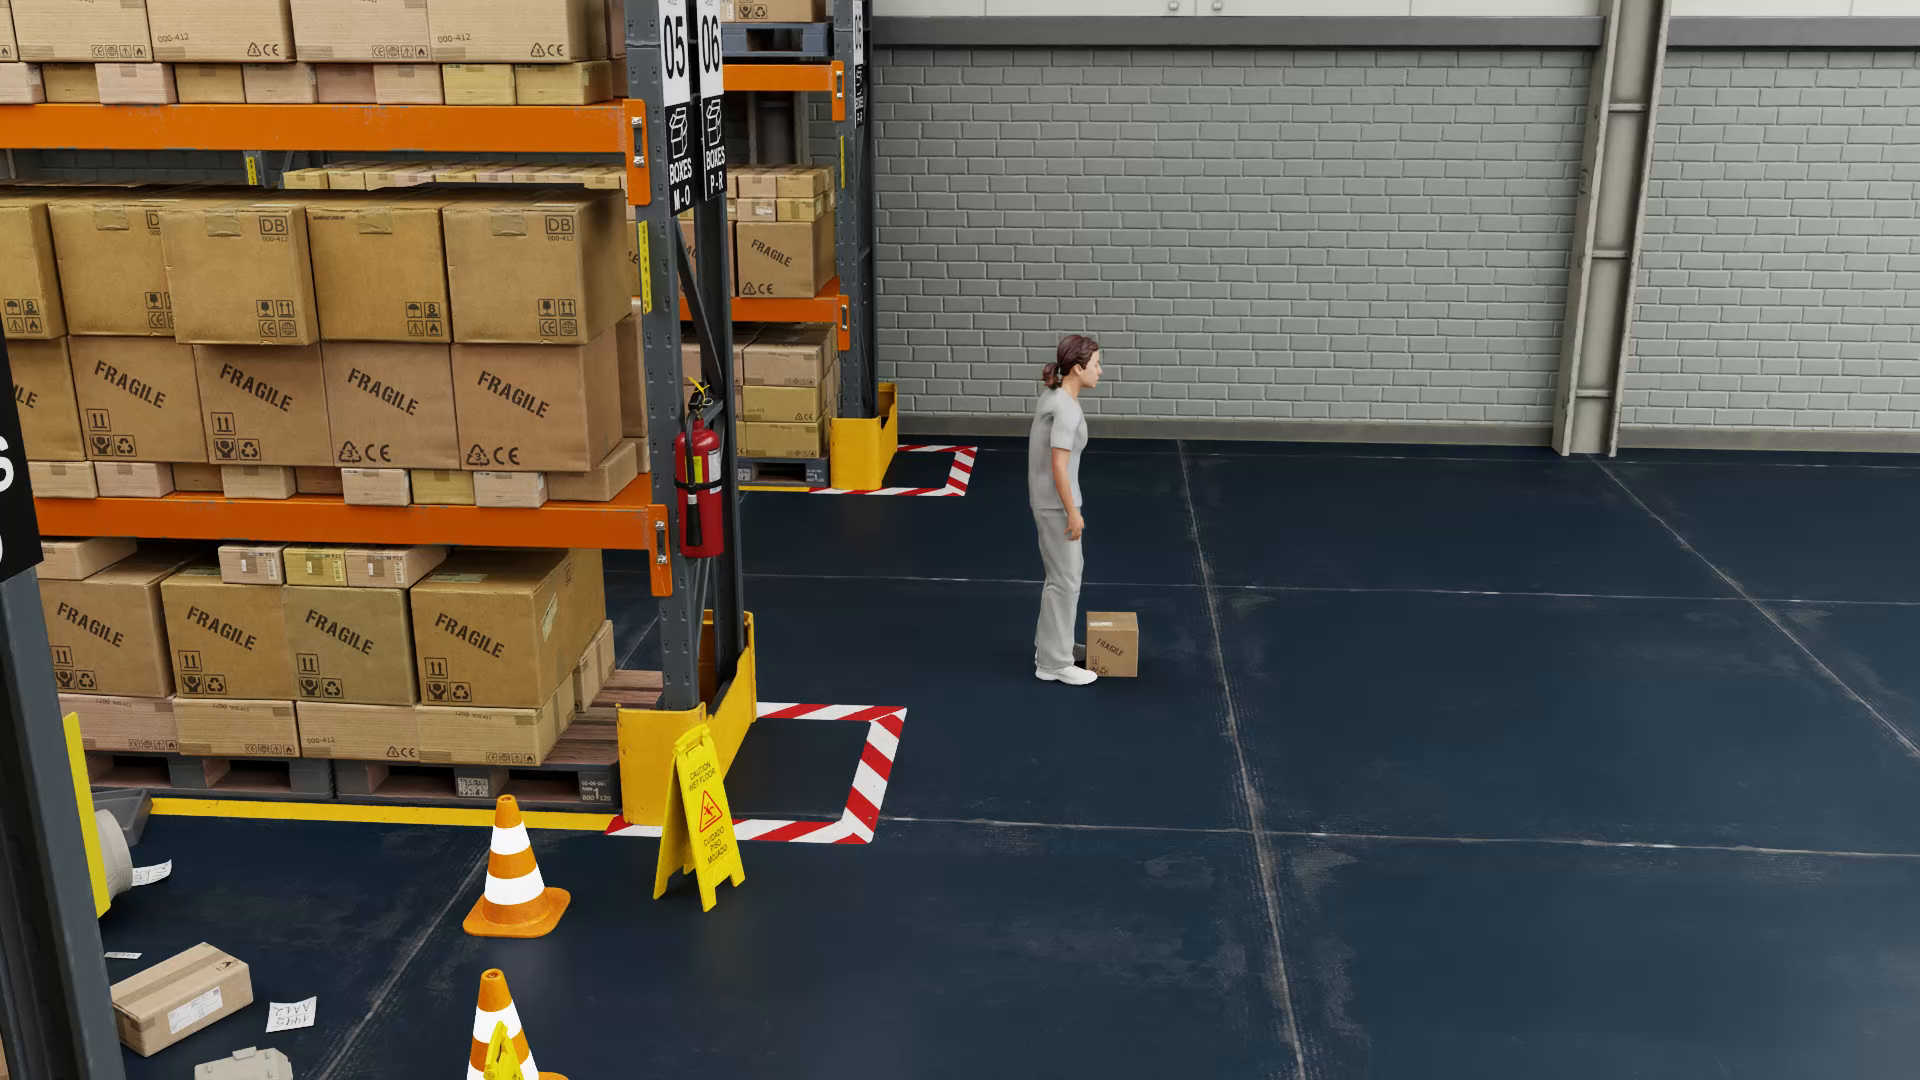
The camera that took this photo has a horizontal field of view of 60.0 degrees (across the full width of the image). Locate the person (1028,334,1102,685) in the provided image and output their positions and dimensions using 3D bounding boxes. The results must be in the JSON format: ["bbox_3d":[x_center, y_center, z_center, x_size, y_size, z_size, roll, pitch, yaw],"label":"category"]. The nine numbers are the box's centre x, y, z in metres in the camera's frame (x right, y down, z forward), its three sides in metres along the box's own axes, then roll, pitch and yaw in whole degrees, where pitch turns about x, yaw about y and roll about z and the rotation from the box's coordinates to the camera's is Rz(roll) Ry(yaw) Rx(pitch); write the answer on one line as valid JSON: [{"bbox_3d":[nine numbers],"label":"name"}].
[{"bbox_3d":[0.506,-0.164,8.070,0.352,1.673,0.508,1,18,2],"label":"person"}]
